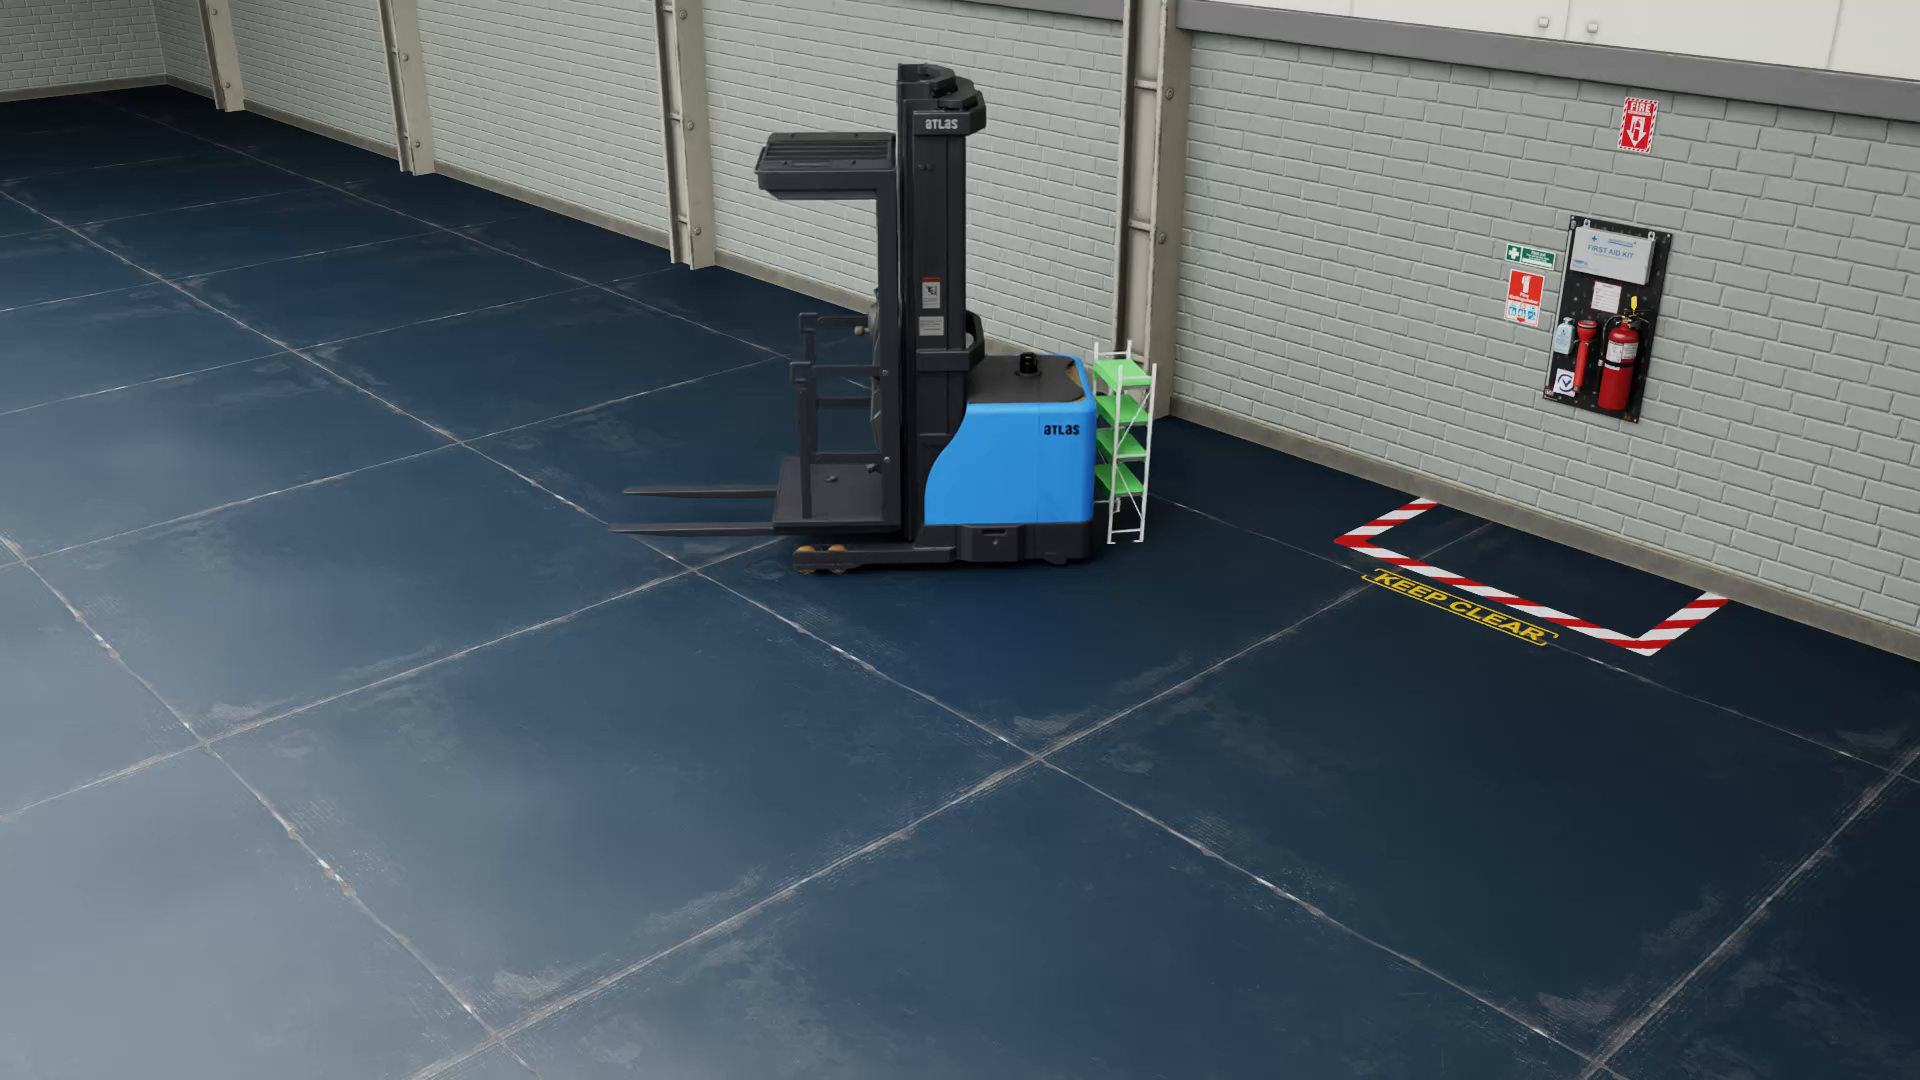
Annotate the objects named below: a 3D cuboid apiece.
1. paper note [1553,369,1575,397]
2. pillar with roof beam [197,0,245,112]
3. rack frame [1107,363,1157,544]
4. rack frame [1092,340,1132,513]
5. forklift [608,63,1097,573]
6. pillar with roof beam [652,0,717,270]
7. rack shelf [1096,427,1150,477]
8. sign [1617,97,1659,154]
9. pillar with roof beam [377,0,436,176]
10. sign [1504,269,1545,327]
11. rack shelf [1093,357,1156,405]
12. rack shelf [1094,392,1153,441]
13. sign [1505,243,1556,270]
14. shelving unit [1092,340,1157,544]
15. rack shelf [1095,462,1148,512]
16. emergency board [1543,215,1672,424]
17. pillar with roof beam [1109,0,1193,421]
[{"bbox_3d":[3.768,-0.978,10.341,0.016,0.148,0.142,-21,32,-38],"label":"paper note"},{"bbox_3d":[-14.047,-9.326,20.350,9.100,9.000,0.400,-21,32,-38],"label":"pillar with roof beam"},{"bbox_3d":[1.078,-0.530,10.458,0.240,1.200,0.015,-4,25,-12],"label":"rack frame"},{"bbox_3d":[0.968,-0.727,10.890,0.240,1.200,0.015,-4,25,-12],"label":"rack frame"},{"bbox_3d":[-0.688,-1.351,10.179,3.031,2.935,1.130,-1,25,-2],"label":"forklift"},{"bbox_3d":[-5.845,-5.690,12.380,9.100,9.000,0.400,-21,32,-38],"label":"pillar with roof beam"},{"bbox_3d":[1.021,-0.570,10.700,0.258,0.148,0.480,-4,25,-12],"label":"rack shelf"},{"bbox_3d":[3.905,-2.391,9.584,0.001,0.298,0.199,-21,32,-38],"label":"sign"},{"bbox_3d":[-9.946,-7.508,16.365,9.100,9.000,0.400,-21,32,-38],"label":"pillar with roof beam"},{"bbox_3d":[3.536,-1.519,10.422,0.001,0.329,0.234,-21,32,-38],"label":"sign"},{"bbox_3d":[1.033,-1.008,10.503,0.258,0.148,0.480,-4,25,-12],"label":"rack shelf"},{"bbox_3d":[1.027,-0.789,10.602,0.258,0.148,0.480,-4,25,-12],"label":"rack shelf"},{"bbox_3d":[3.532,-1.756,10.303,0.001,0.109,0.331,-21,32,-38],"label":"sign"},{"bbox_3d":[1.023,-0.629,10.674,0.258,1.200,0.503,-4,25,-12],"label":"shelving unit"},{"bbox_3d":[1.015,-0.351,10.799,0.258,0.148,0.480,-4,25,-12],"label":"rack shelf"},{"bbox_3d":[3.838,-1.306,9.998,0.194,1.169,0.643,-21,32,-38],"label":"emergency board"},{"bbox_3d":[-1.744,-3.872,8.396,9.100,9.000,0.400,-21,32,-38],"label":"pillar with roof beam"}]
